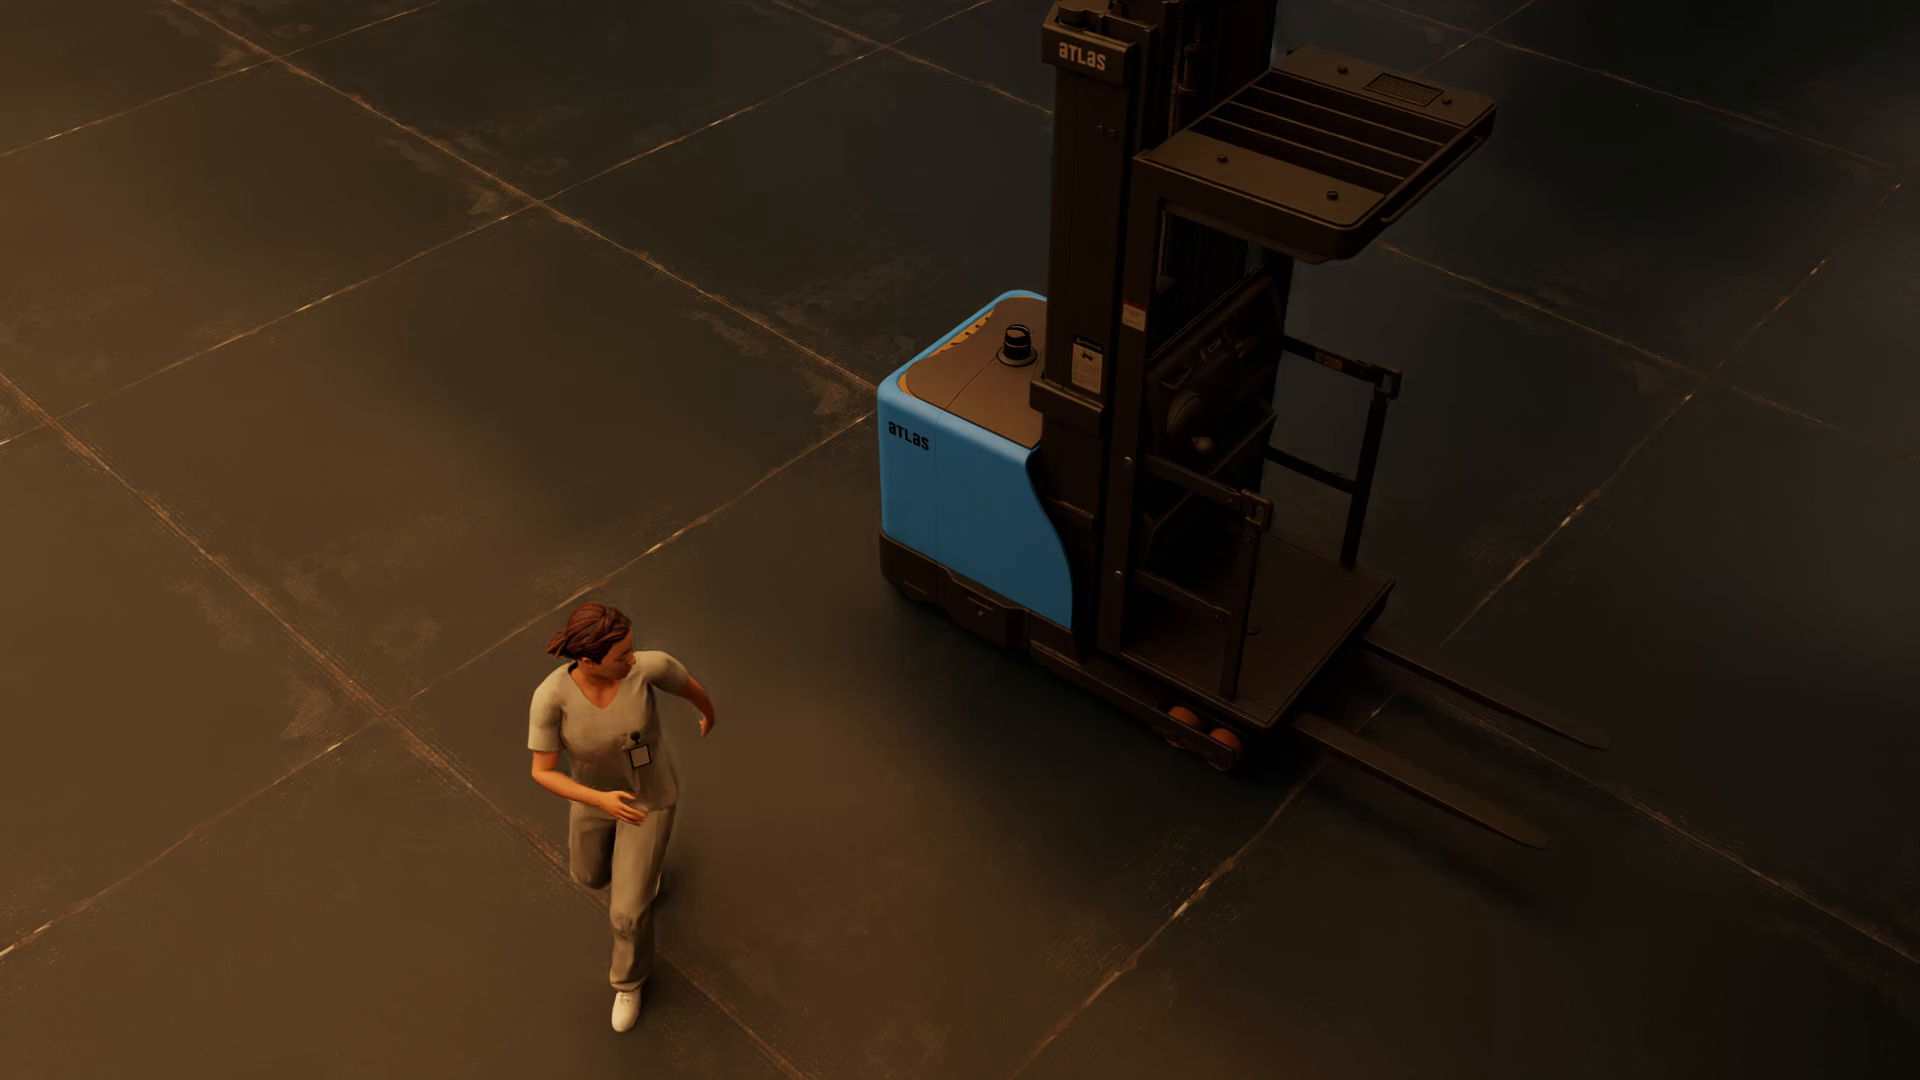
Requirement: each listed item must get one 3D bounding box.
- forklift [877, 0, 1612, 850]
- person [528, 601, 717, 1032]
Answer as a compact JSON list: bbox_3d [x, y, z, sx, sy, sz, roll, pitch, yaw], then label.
[{"bbox_3d":[1.121,-0.593,6.119,3.031,2.935,1.130,27,47,28],"label":"forklift"},{"bbox_3d":[-1.109,0.836,5.506,0.485,1.593,0.817,3,41,4],"label":"person"}]
